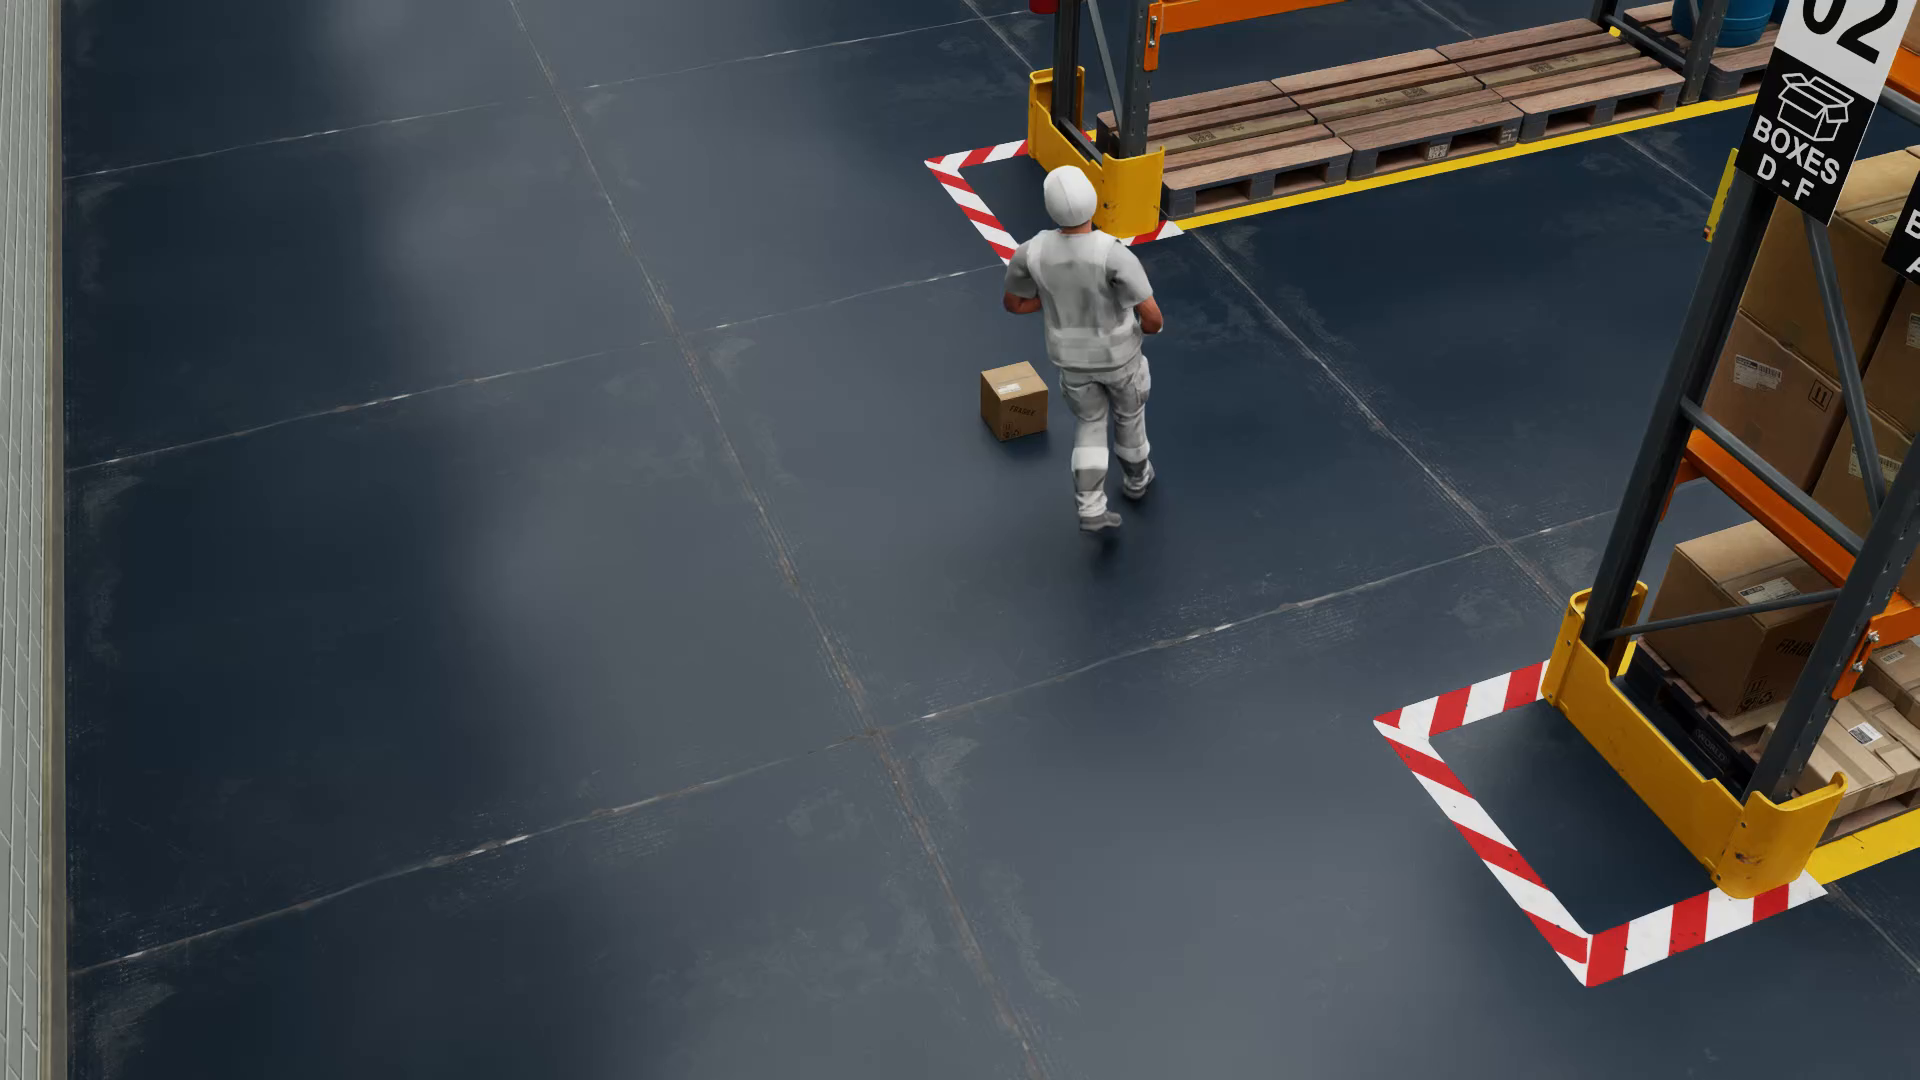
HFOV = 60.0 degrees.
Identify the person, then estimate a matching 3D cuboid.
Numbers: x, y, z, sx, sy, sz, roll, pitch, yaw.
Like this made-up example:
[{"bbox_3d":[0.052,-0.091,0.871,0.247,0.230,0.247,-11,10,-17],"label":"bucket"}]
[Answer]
[{"bbox_3d":[0.534,-0.822,7.087,0.679,1.754,0.757,10,42,11],"label":"person"}]
